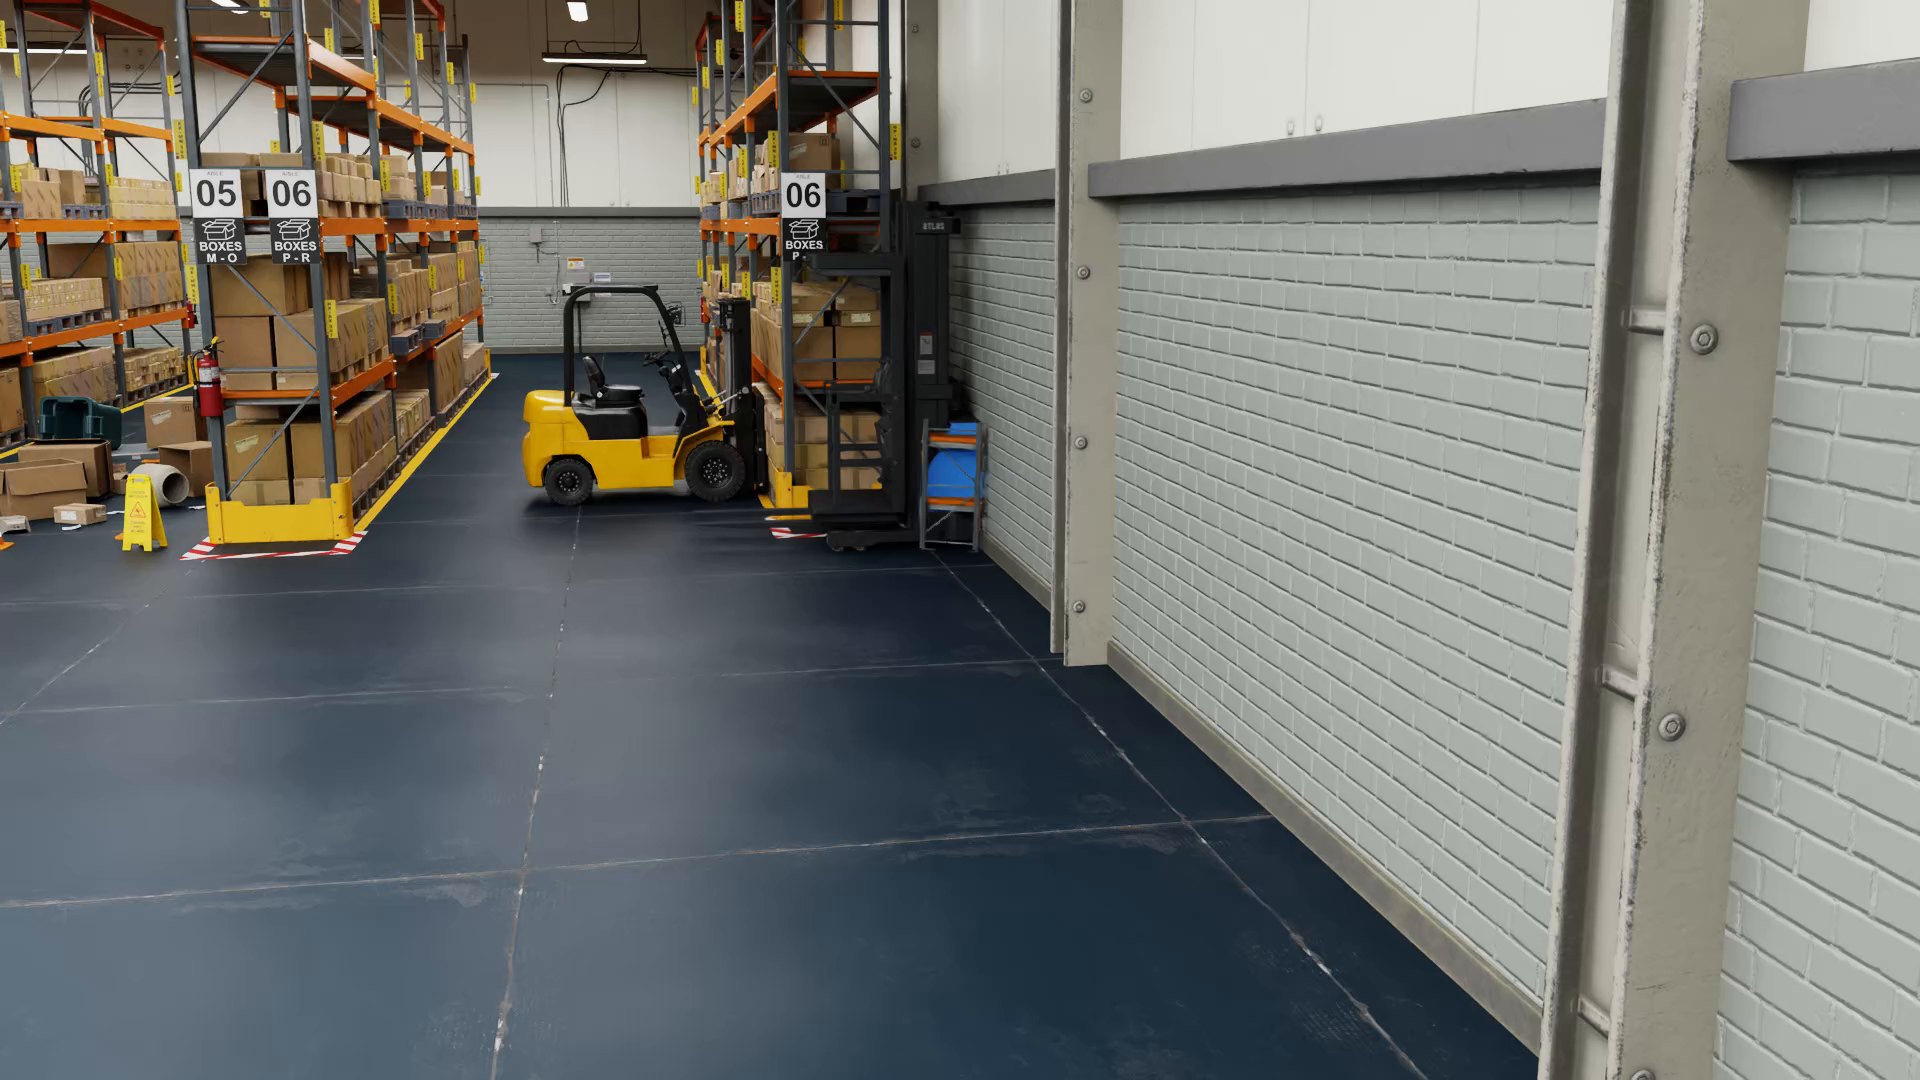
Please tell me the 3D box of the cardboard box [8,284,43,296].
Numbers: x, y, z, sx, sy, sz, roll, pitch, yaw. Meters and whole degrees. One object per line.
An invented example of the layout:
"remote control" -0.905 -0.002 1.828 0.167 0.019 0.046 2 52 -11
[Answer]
"cardboard box" -12.394 -3.306 22.004 0.380 0.149 0.250 -2 11 -11

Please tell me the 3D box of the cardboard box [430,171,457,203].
"cardboard box" -8.246 -5.571 26.263 0.500 0.500 0.500 -2 11 -10

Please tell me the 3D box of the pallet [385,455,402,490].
"pallet" -6.616 -0.718 17.906 1.003 0.211 1.213 -2 11 -11

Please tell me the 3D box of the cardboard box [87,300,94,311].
"cardboard box" -12.804 -3.403 24.100 0.380 0.149 0.250 -2 11 -11

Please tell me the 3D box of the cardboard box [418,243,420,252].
"cardboard box" -8.654 -4.634 26.342 0.380 0.149 0.250 -2 11 -10

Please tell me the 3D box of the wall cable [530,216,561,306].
"wall cable" -8.846 -5.997 35.465 0.588 1.984 0.122 -2 11 -11

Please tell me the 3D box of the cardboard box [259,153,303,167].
"cardboard box" -5.873 -3.291 14.481 0.380 0.149 0.250 -2 11 -11

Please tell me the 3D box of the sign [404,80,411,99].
"sign" -9.661 -7.876 29.086 0.100 0.325 0.005 -2 11 -11

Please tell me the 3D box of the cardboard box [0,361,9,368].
"cardboard box" -12.786 -2.208 21.830 0.500 0.250 0.500 -2 11 -12

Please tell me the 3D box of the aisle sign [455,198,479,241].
"aisle sign" -8.825 -5.713 29.735 0.394 0.787 0.004 -2 11 -11

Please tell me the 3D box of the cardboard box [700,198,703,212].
"cardboard box" -4.429 -6.047 30.027 0.500 0.250 0.500 -2 11 -12

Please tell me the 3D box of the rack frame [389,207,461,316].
"rack frame" -8.338 -3.677 25.995 1.000 3.000 0.127 -2 11 -11

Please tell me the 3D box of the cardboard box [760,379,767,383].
"cardboard box" -2.169 -1.669 20.670 0.875 0.625 0.625 -2 11 -12

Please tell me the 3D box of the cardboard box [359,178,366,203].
"cardboard box" -6.247 -3.498 16.637 0.500 0.250 0.500 -2 11 -12

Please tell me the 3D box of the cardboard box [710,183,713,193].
"cardboard box" -3.636 -5.399 25.503 0.380 0.149 0.250 -2 11 -12

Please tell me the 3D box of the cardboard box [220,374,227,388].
"cardboard box" -6.444 -1.456 14.997 0.380 0.149 0.250 -2 11 -12

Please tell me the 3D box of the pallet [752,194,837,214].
"pallet" -1.722 -3.666 18.149 1.003 0.211 1.213 -2 11 -11

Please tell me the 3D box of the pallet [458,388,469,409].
"pallet" -8.114 -2.169 25.526 1.003 0.211 1.213 -2 11 -11

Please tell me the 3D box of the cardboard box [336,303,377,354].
"cardboard box" -6.239 -2.144 16.874 0.500 0.500 0.500 -2 11 -9

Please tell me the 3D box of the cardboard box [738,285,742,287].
"cardboard box" -2.727 -3.281 21.910 0.380 0.149 0.250 -2 11 -10

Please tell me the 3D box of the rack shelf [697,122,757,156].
"rack shelf" -3.858 -6.817 28.380 1.077 0.370 4.000 -2 11 -11

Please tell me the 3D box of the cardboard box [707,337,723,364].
"cardboard box" -4.221 -3.456 30.388 0.797 0.503 0.637 -3 11 -13

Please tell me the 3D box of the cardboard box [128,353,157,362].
"cardboard box" -13.395 -2.982 27.252 0.380 0.149 0.250 -3 11 -13

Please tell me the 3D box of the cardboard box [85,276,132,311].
"cardboard box" -13.023 -3.774 25.440 0.500 0.500 0.500 -2 11 -12

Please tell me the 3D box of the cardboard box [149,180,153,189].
"cardboard box" -13.448 -5.814 27.198 0.380 0.149 0.250 -2 11 -12

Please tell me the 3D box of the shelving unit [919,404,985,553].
"shelving unit" 0.010 -0.556 14.561 0.538 1.125 1.048 4 13 9

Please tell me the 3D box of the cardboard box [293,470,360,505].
"cardboard box" -5.889 -0.490 15.479 0.500 0.250 0.500 -2 11 -11

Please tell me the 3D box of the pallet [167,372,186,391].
"pallet" -13.813 -2.678 28.204 1.003 0.211 1.213 -2 11 -11

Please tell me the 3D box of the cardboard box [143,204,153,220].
"cardboard box" -13.291 -5.257 26.672 0.500 0.250 0.500 -2 11 -8

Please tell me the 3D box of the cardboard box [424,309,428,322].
"cardboard box" -7.049 -2.884 21.375 0.380 0.149 0.250 -2 11 -11

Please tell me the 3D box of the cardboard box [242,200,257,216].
"cardboard box" -6.347 -2.882 14.465 0.380 0.149 0.250 -2 11 -11

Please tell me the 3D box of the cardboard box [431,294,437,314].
"cardboard box" -7.416 -3.218 22.643 0.500 0.250 0.500 -2 11 -11

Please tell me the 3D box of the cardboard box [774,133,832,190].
"cardboard box" -1.461 -3.508 15.425 0.500 0.500 0.500 -2 11 -9

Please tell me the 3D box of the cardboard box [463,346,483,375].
"cardboard box" -8.703 -3.074 28.552 0.875 0.438 0.875 -2 11 -9

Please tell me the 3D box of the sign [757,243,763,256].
"sign" -3.699 -5.333 30.750 0.100 0.325 0.005 -2 11 -11

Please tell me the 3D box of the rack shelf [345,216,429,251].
"rack shelf" -7.171 -3.697 20.000 1.077 0.370 4.000 -2 11 -11

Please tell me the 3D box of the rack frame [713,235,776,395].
"rack frame" -3.469 -3.859 26.947 1.000 3.000 0.127 -2 11 -11

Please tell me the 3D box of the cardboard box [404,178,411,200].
"cardboard box" -6.602 -4.031 19.108 0.500 0.250 0.500 -2 11 -12

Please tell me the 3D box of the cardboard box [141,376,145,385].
"cardboard box" -13.265 -2.548 26.565 0.380 0.149 0.250 -3 11 -13

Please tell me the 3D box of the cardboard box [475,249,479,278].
"cardboard box" -8.788 -4.871 29.327 0.500 0.500 0.500 -2 11 -9

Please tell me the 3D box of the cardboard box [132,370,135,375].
"cardboard box" -13.150 -2.595 26.016 0.380 0.149 0.250 -2 11 -11

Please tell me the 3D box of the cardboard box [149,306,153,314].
"cardboard box" -13.379 -3.752 27.059 0.380 0.149 0.250 -2 11 -10

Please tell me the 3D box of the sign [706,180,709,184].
"sign" -4.000 -5.565 26.507 0.100 0.325 0.005 -2 11 -11

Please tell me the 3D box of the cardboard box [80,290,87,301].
"cardboard box" -12.747 -3.498 23.806 0.380 0.149 0.250 -2 11 -13

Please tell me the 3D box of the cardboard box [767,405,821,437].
"cardboard box" -1.636 -1.171 16.383 0.500 0.250 0.500 -2 11 -10

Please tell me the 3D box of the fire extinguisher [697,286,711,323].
"fire extinguisher" -4.729 -4.381 30.896 0.296 0.674 0.183 -2 11 -11

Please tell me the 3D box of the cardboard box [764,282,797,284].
"cardboard box" -1.986 -2.792 18.545 0.380 0.149 0.250 -2 11 -10

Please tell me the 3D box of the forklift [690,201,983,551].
"forklift" -0.844 -1.453 14.492 3.031 2.935 1.130 -1 11 -7

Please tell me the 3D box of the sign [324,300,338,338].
"sign" -5.471 -1.921 14.454 0.100 0.325 0.005 -2 11 -11

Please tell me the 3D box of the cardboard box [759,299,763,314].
"cardboard box" -1.955 -2.501 17.810 0.380 0.149 0.250 -2 11 -12

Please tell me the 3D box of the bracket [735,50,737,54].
"bracket" -4.860 -10.410 35.698 0.076 0.066 5.218 -2 11 -11

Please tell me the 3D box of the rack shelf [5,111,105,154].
"rack shelf" -12.784 -5.509 22.568 1.077 0.370 4.000 -2 11 -11

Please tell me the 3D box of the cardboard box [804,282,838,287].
"cardboard box" -1.547 -2.810 18.640 0.380 0.149 0.250 -2 11 -13
